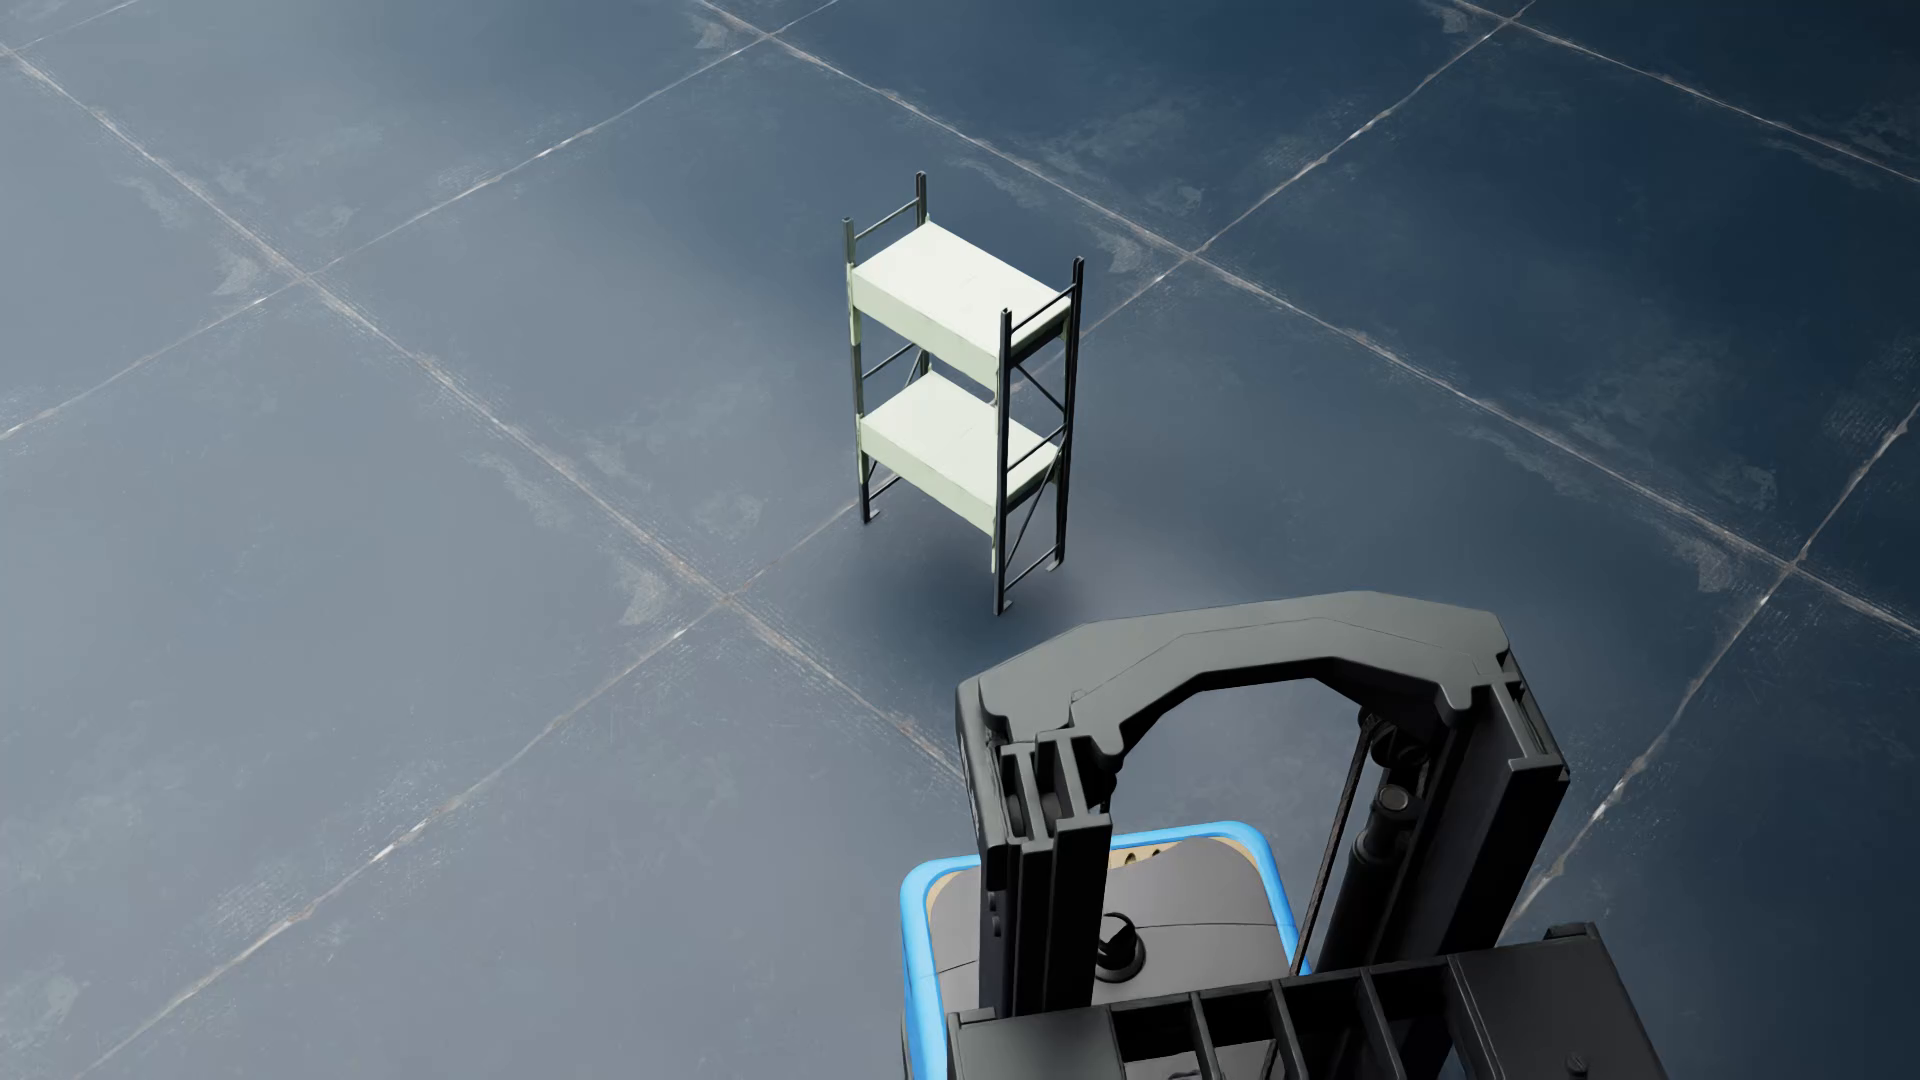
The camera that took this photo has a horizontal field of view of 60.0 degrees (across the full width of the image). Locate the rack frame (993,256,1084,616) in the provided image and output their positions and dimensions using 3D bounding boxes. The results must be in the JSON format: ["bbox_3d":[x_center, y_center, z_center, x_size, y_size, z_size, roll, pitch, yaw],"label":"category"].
[{"bbox_3d":[0.274,-0.329,6.030,0.023,1.500,0.400,34,55,28],"label":"rack frame"}]

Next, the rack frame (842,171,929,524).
[{"bbox_3d":[-0.264,-0.691,6.370,0.023,1.500,0.400,34,55,28],"label":"rack frame"}]

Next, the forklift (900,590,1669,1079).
[{"bbox_3d":[0.560,1.612,3.226,1.130,2.935,3.031,-6,47,-6],"label":"forklift"}]

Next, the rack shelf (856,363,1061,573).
[{"bbox_3d":[0.005,-0.287,6.438,0.720,0.370,0.431,34,55,28],"label":"rack shelf"}]

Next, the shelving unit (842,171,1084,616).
[{"bbox_3d":[0.005,-0.510,6.200,0.755,1.500,0.431,34,55,28],"label":"shelving unit"}]

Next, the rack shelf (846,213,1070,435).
[{"bbox_3d":[0.005,-0.777,5.916,0.720,0.370,0.431,34,55,28],"label":"rack shelf"}]
